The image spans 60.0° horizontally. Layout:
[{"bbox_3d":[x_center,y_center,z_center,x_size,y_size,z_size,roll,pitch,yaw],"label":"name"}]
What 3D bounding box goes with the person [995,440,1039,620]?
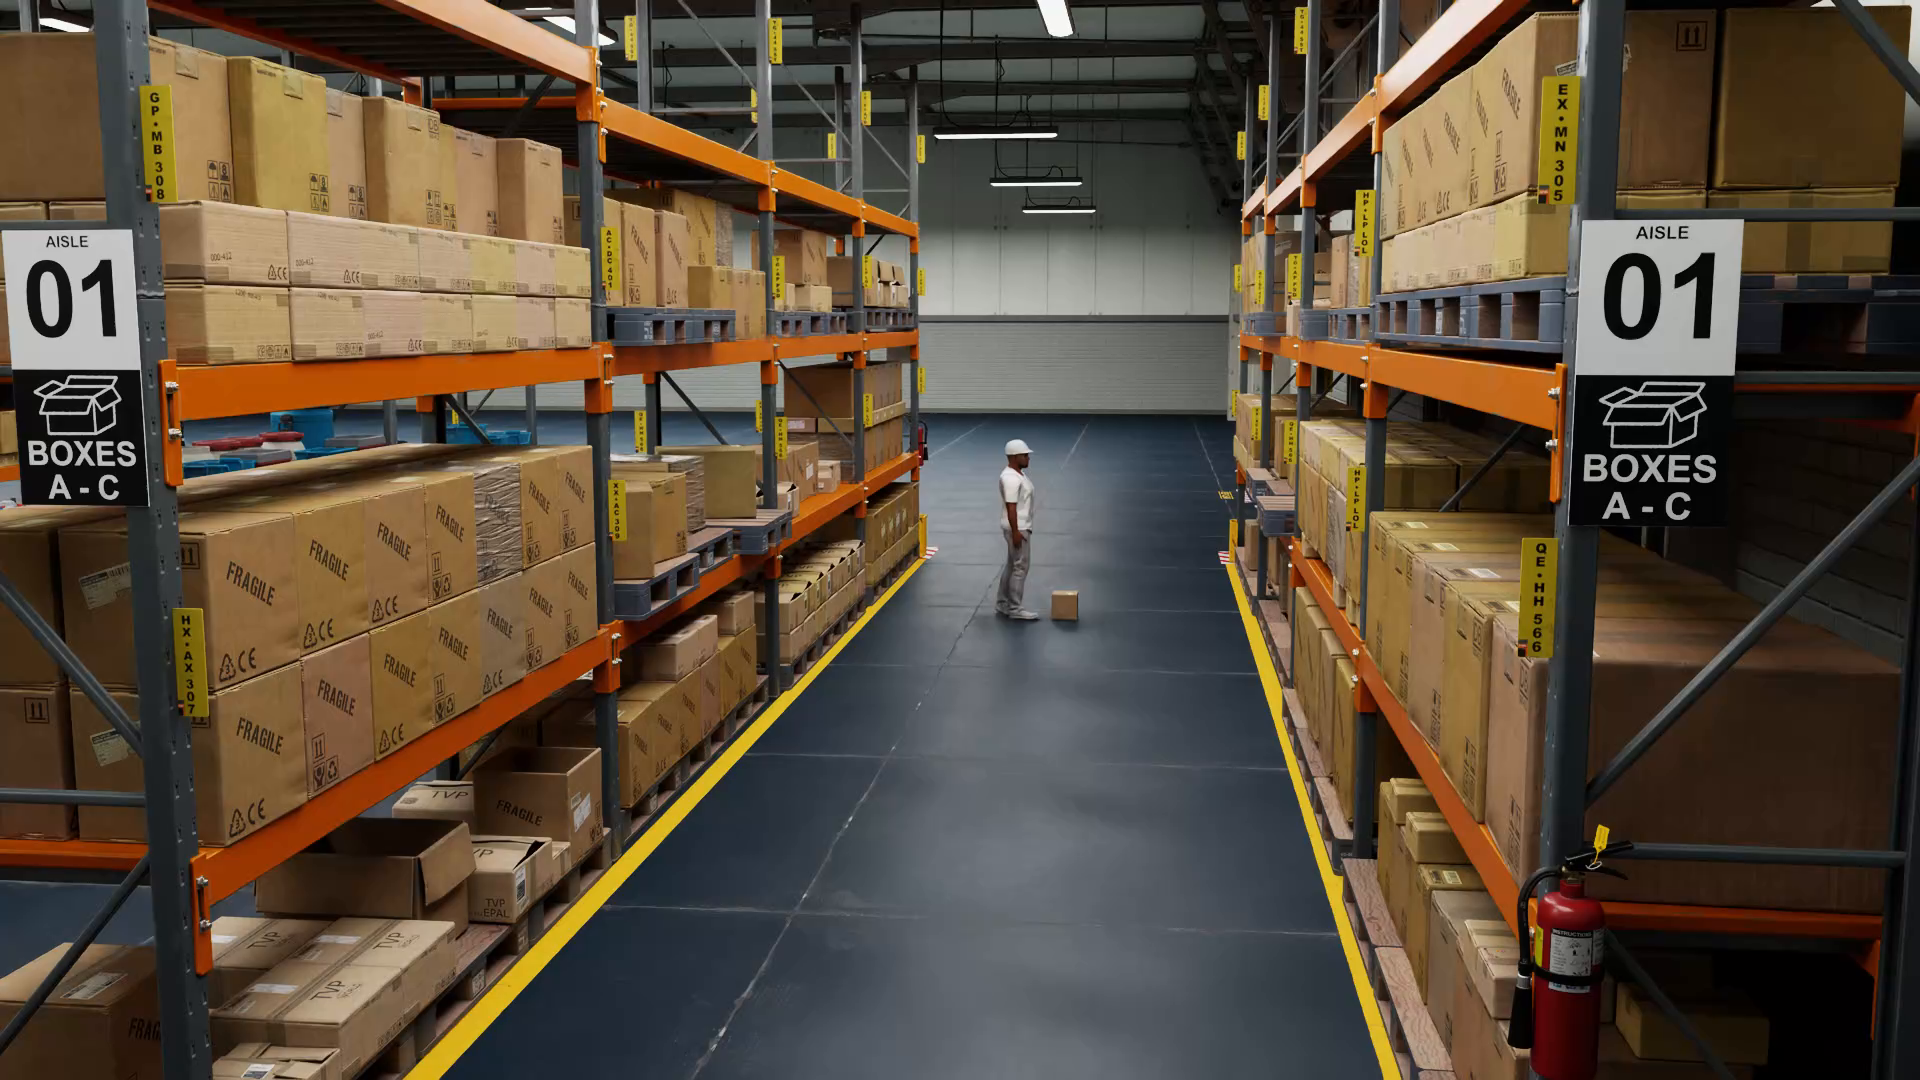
[{"bbox_3d":[0.569,-0.066,16.526,0.470,1.853,0.570,1,8,8],"label":"person"}]
